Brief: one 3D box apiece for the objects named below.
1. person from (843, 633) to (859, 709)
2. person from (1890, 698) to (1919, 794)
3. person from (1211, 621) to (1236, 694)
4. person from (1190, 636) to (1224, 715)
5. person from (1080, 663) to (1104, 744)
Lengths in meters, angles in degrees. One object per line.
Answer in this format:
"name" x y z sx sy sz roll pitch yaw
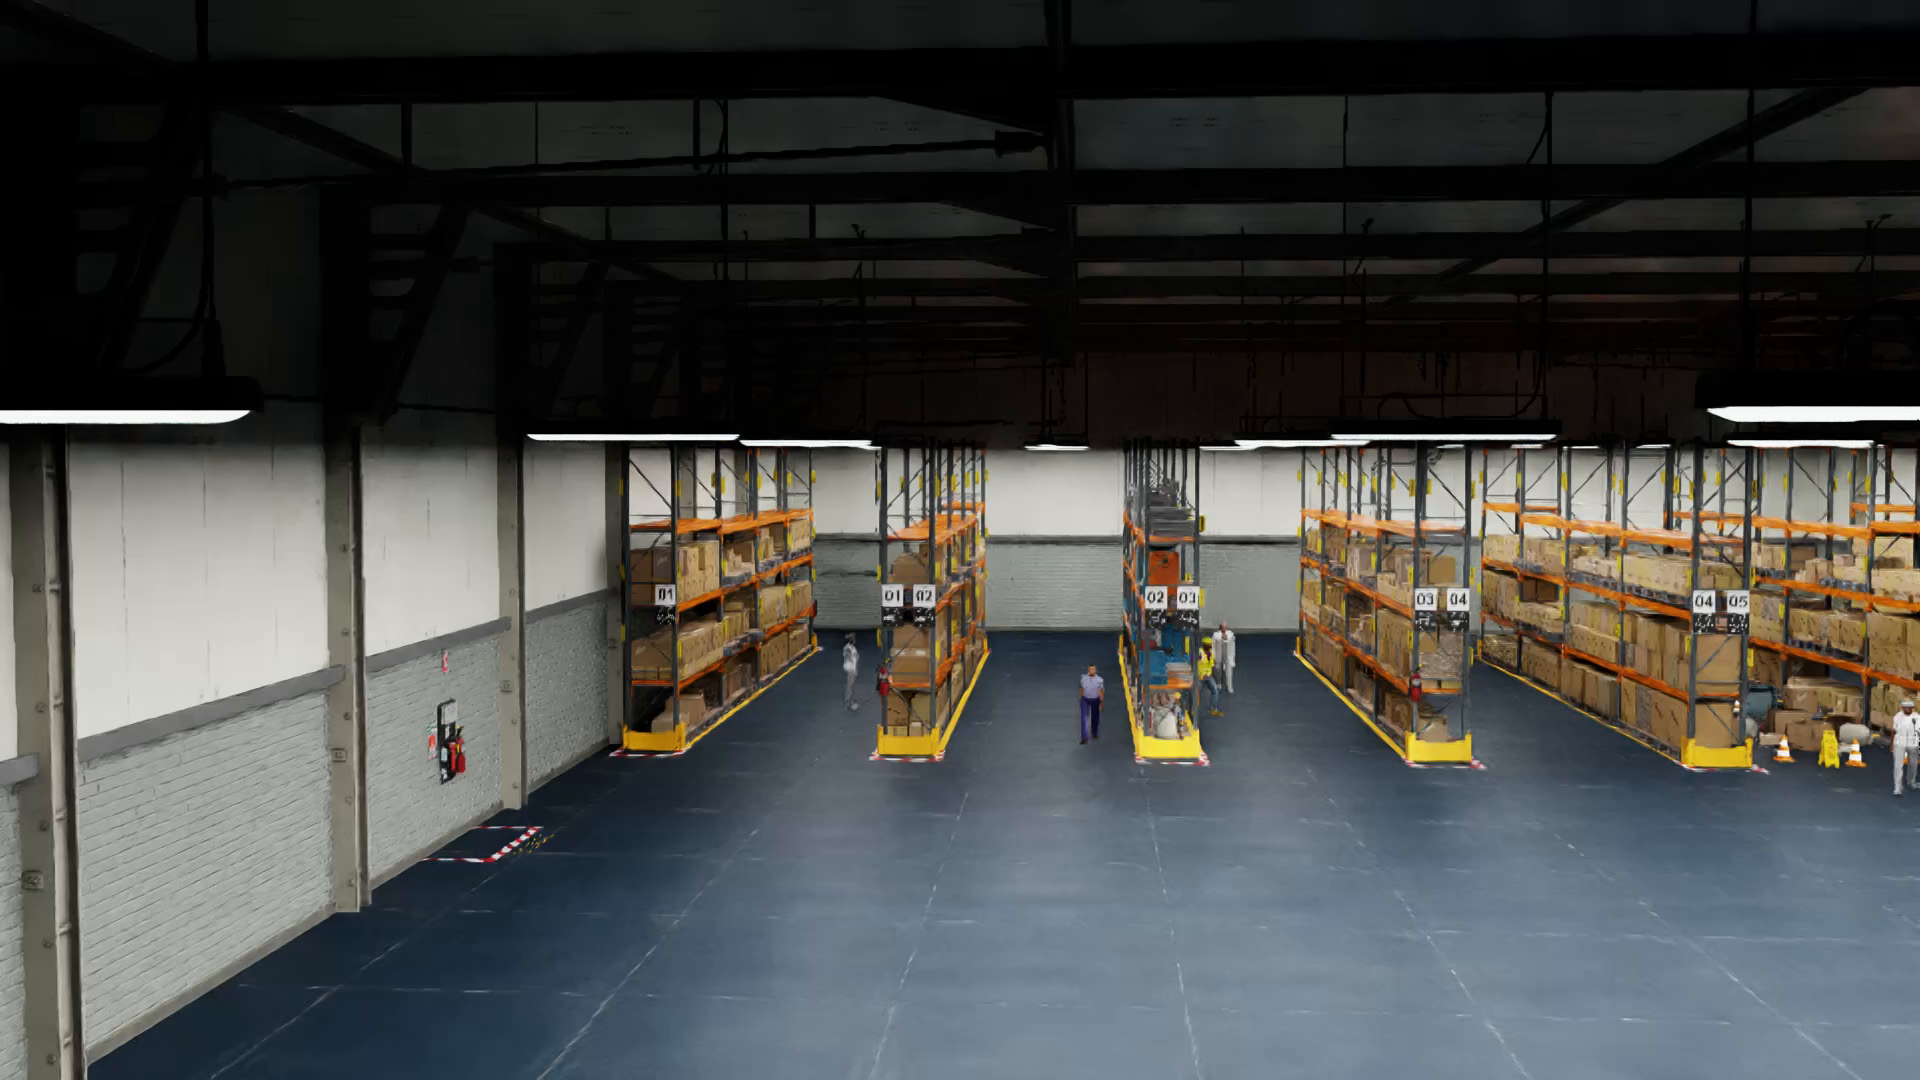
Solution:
"person" -2.394 2.898 36.928 0.416 1.677 0.537 -2 3 -27
"person" 15.873 3.422 27.853 0.505 1.608 0.939 1 3 26
"person" 6.216 2.753 39.292 0.585 1.698 1.194 0 3 7
"person" 5.289 2.930 36.028 0.692 1.721 0.703 -2 3 -27
"person" 2.588 3.175 32.607 0.479 1.563 1.081 0 3 3
